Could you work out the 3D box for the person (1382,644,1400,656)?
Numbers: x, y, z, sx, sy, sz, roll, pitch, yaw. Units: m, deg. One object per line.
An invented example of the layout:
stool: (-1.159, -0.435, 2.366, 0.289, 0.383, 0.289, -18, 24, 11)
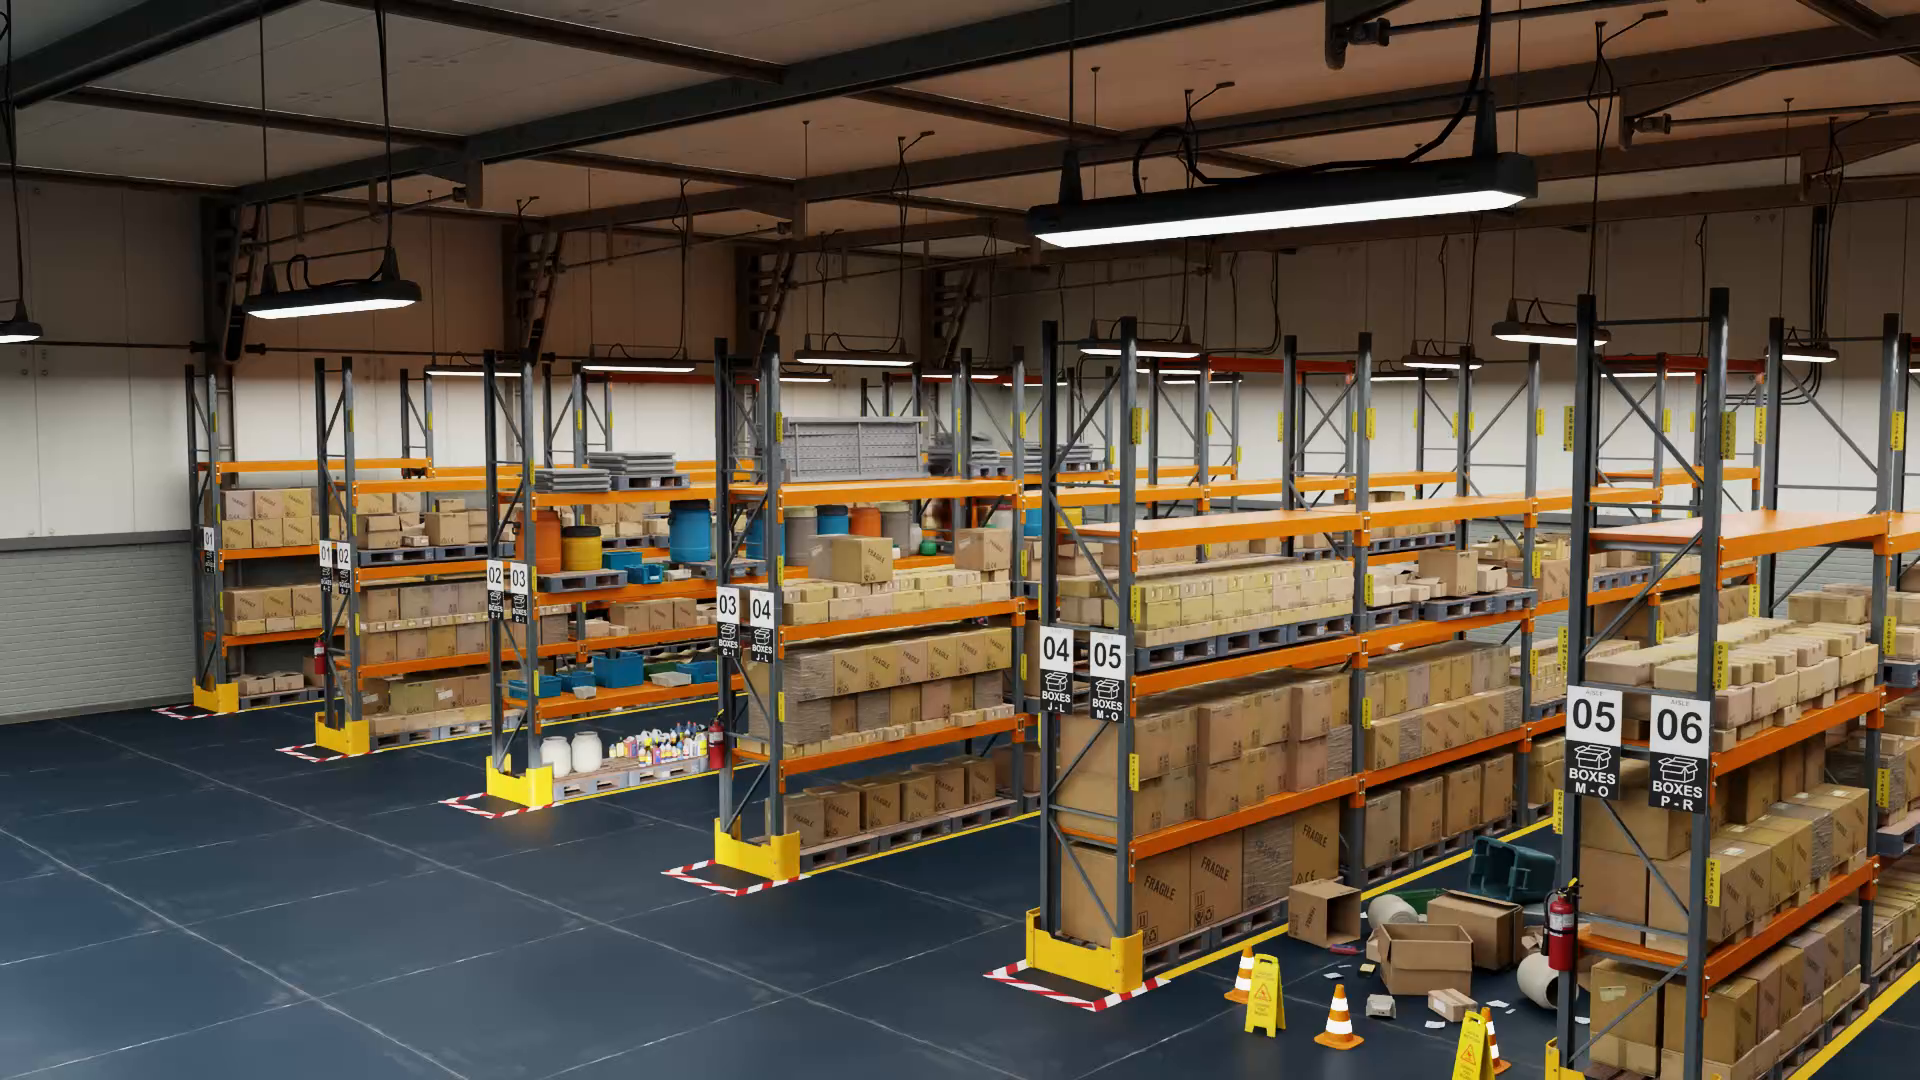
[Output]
person: (6.566, 2.373, 25.317, 0.491, 1.753, 0.983, 4, 6, 44)
